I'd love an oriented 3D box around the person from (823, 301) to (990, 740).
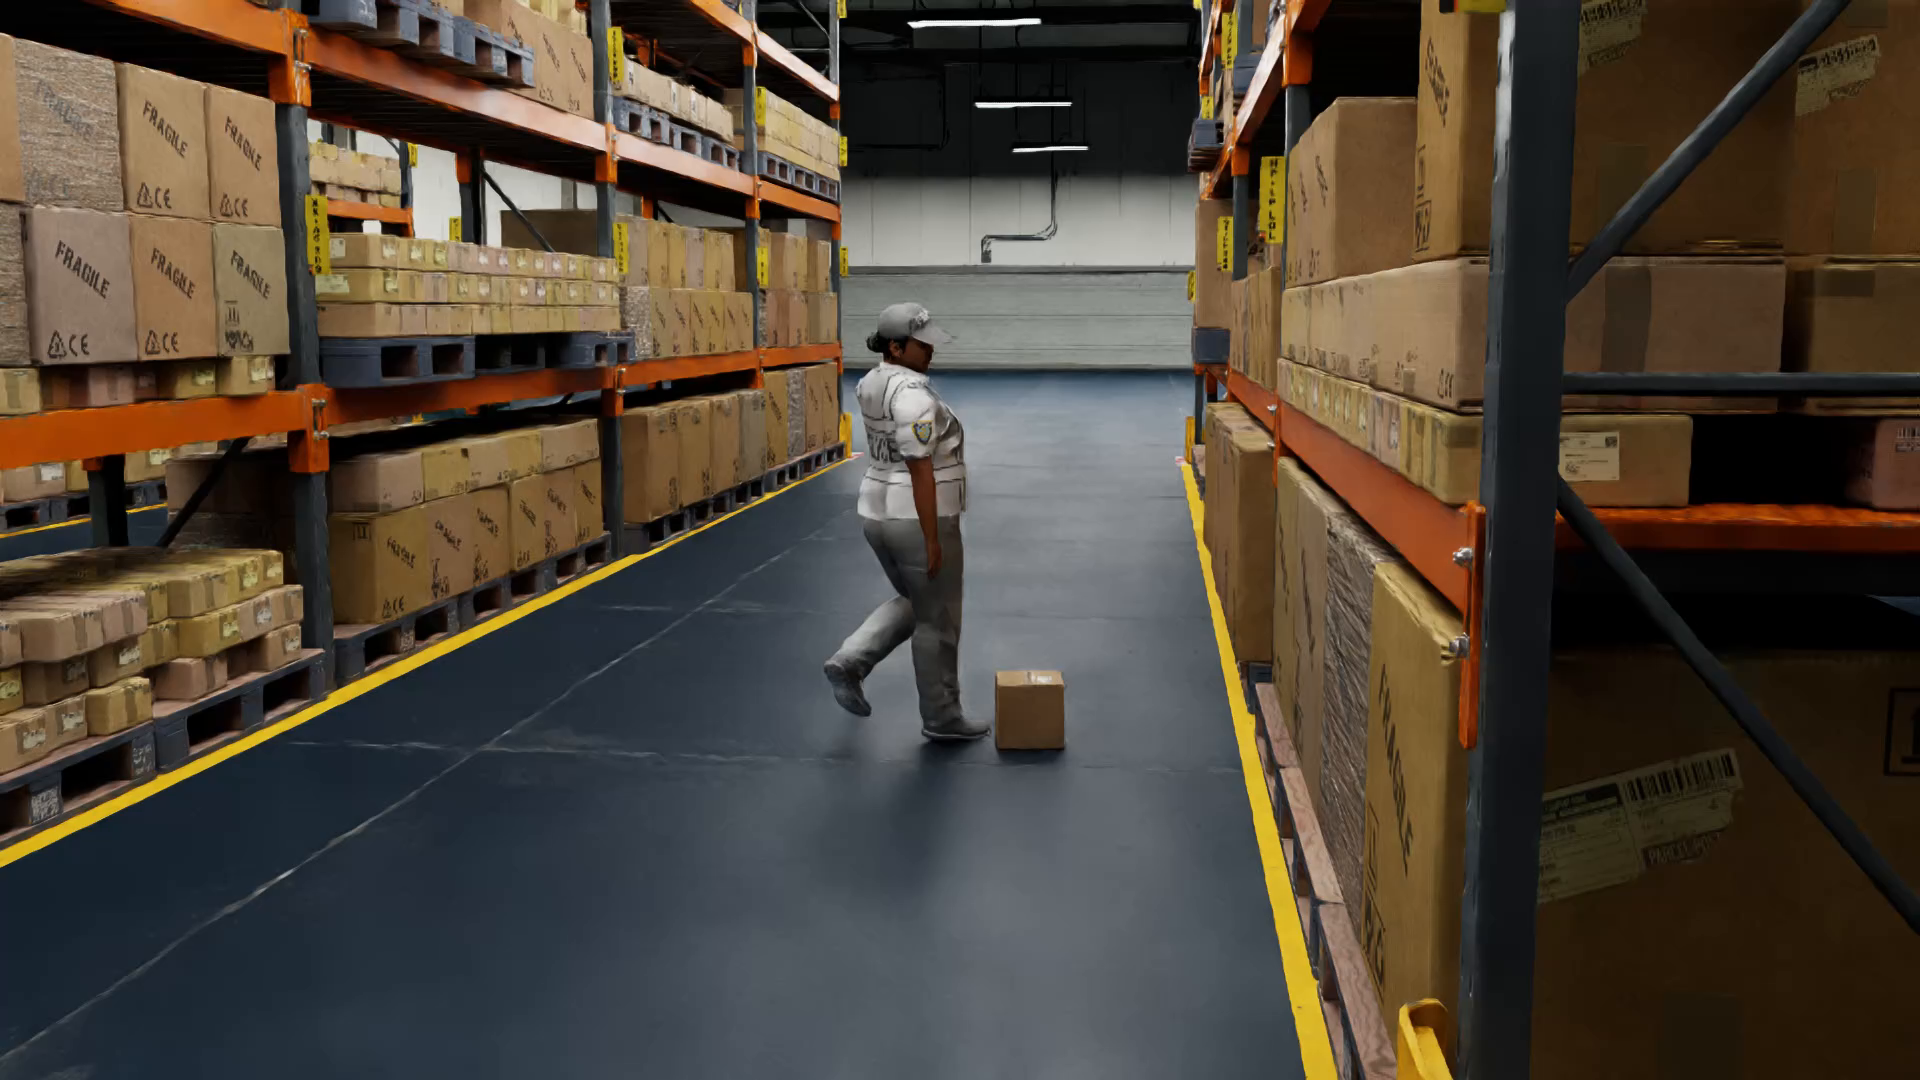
[{"bbox_3d":[-0.167,-0.048,6.201,0.637,1.664,0.523,-4,9,-27],"label":"person"}]
